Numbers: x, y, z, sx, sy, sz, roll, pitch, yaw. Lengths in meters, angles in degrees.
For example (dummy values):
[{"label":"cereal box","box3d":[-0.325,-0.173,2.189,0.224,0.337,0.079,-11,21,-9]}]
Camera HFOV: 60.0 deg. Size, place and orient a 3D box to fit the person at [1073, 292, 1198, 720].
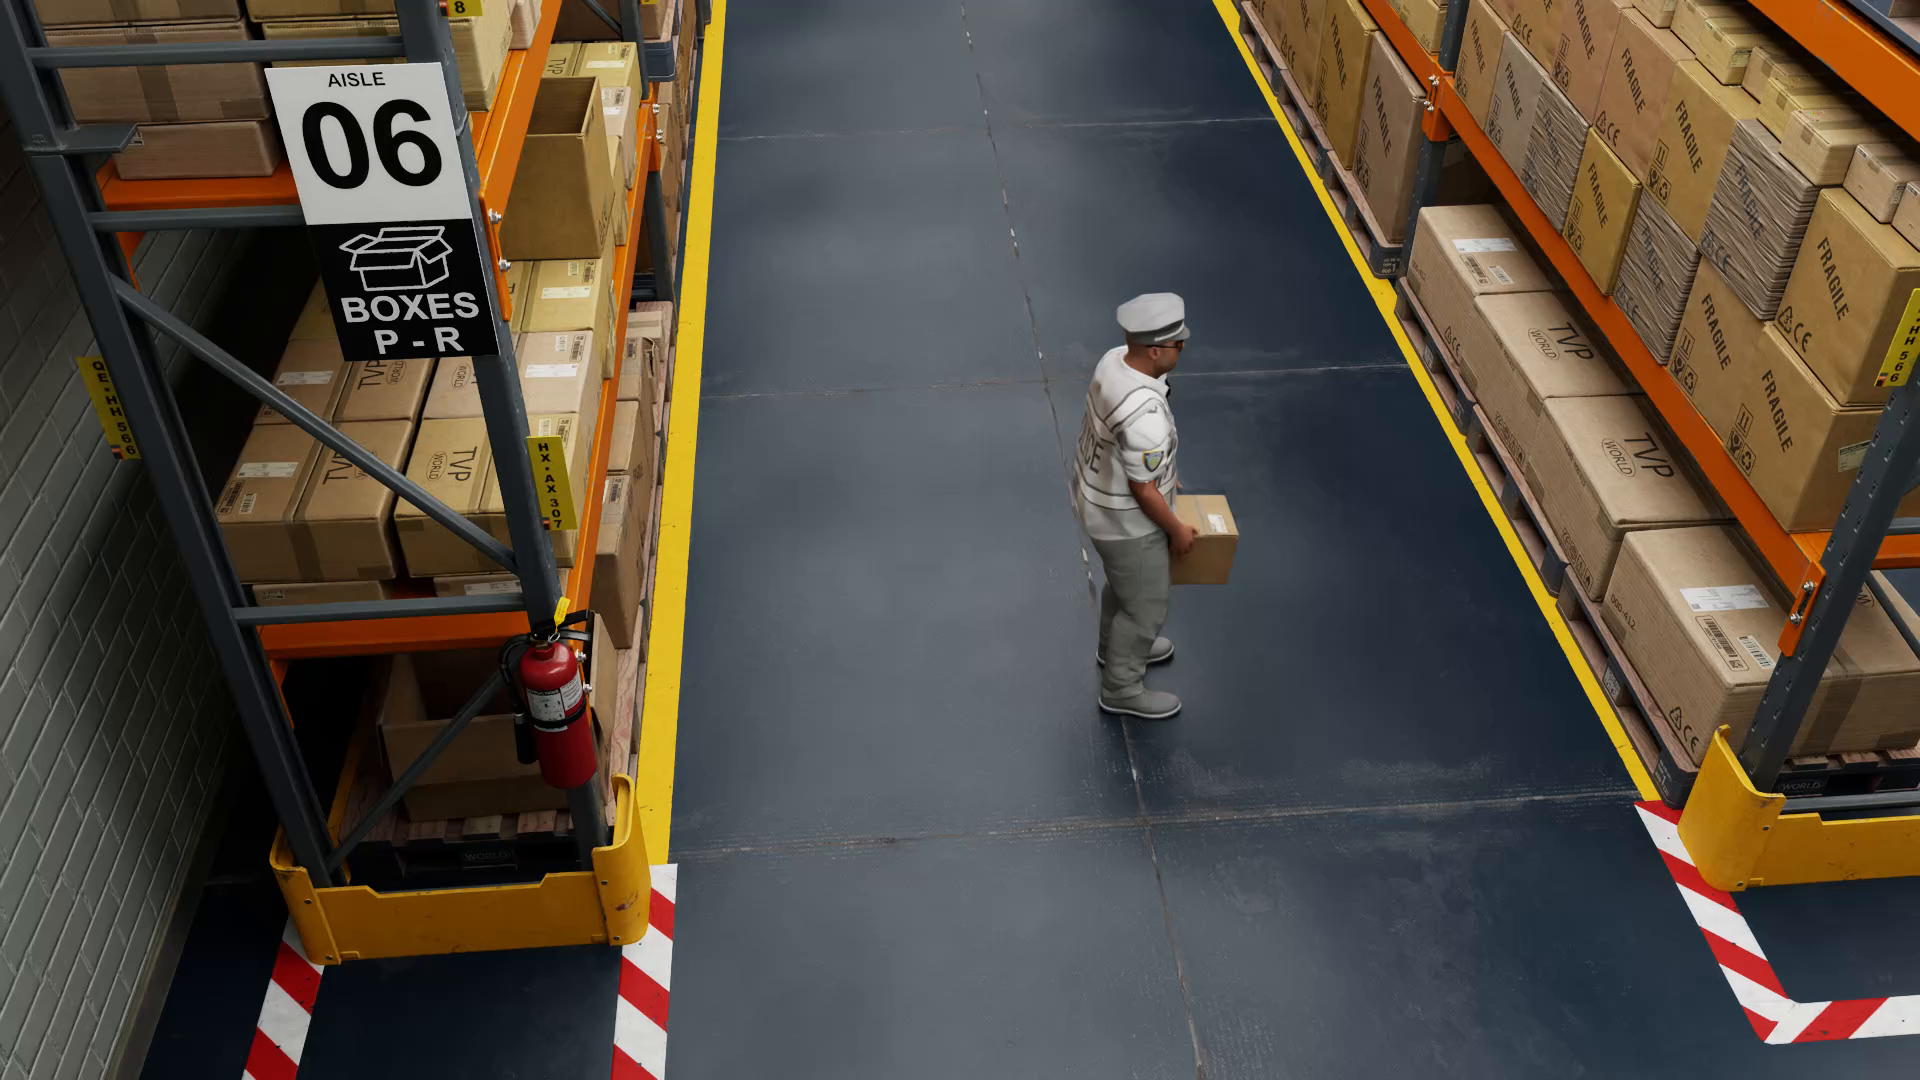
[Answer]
[{"label":"person","box3d":[0.669,-0.127,6.294,0.470,1.763,0.547,-4,39,-5]}]
